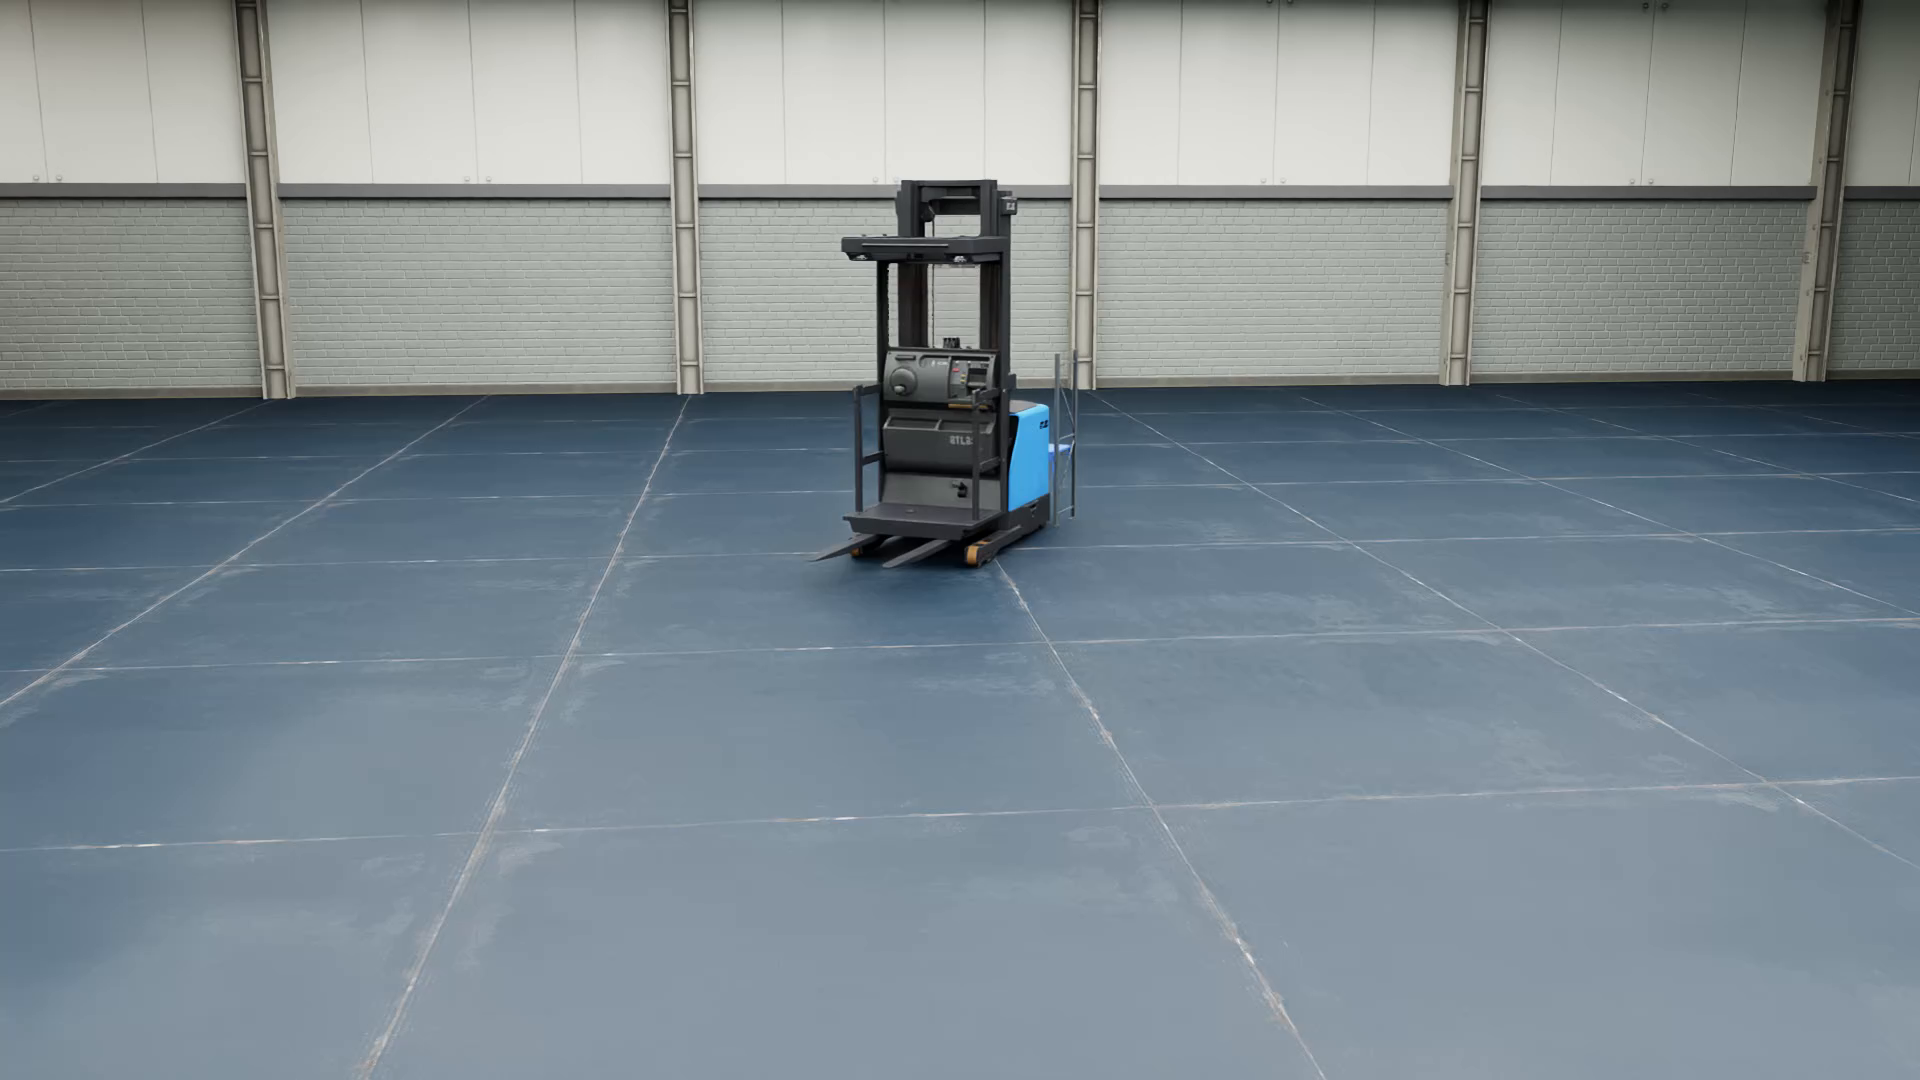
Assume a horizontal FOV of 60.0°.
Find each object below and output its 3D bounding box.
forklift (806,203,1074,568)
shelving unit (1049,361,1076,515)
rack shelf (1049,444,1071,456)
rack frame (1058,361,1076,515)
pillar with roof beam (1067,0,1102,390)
[{"bbox_3d":[-6.840,-0.833,8.778,10.237,3.598,16.863,4,12,21],"label":"forklift"},{"bbox_3d":[0.476,-0.932,14.723,0.991,1.308,0.475,5,12,23],"label":"shelving unit"},{"bbox_3d":[0.458,-0.805,14.754,0.952,0.062,0.459,5,12,23],"label":"rack shelf"},{"bbox_3d":[0.924,-0.895,14.530,0.013,1.308,0.475,5,12,23],"label":"rack frame"},{"bbox_3d":[2.354,-5.940,20.753,0.400,9.000,9.100,-1,11,-6],"label":"pillar with roof beam"}]
